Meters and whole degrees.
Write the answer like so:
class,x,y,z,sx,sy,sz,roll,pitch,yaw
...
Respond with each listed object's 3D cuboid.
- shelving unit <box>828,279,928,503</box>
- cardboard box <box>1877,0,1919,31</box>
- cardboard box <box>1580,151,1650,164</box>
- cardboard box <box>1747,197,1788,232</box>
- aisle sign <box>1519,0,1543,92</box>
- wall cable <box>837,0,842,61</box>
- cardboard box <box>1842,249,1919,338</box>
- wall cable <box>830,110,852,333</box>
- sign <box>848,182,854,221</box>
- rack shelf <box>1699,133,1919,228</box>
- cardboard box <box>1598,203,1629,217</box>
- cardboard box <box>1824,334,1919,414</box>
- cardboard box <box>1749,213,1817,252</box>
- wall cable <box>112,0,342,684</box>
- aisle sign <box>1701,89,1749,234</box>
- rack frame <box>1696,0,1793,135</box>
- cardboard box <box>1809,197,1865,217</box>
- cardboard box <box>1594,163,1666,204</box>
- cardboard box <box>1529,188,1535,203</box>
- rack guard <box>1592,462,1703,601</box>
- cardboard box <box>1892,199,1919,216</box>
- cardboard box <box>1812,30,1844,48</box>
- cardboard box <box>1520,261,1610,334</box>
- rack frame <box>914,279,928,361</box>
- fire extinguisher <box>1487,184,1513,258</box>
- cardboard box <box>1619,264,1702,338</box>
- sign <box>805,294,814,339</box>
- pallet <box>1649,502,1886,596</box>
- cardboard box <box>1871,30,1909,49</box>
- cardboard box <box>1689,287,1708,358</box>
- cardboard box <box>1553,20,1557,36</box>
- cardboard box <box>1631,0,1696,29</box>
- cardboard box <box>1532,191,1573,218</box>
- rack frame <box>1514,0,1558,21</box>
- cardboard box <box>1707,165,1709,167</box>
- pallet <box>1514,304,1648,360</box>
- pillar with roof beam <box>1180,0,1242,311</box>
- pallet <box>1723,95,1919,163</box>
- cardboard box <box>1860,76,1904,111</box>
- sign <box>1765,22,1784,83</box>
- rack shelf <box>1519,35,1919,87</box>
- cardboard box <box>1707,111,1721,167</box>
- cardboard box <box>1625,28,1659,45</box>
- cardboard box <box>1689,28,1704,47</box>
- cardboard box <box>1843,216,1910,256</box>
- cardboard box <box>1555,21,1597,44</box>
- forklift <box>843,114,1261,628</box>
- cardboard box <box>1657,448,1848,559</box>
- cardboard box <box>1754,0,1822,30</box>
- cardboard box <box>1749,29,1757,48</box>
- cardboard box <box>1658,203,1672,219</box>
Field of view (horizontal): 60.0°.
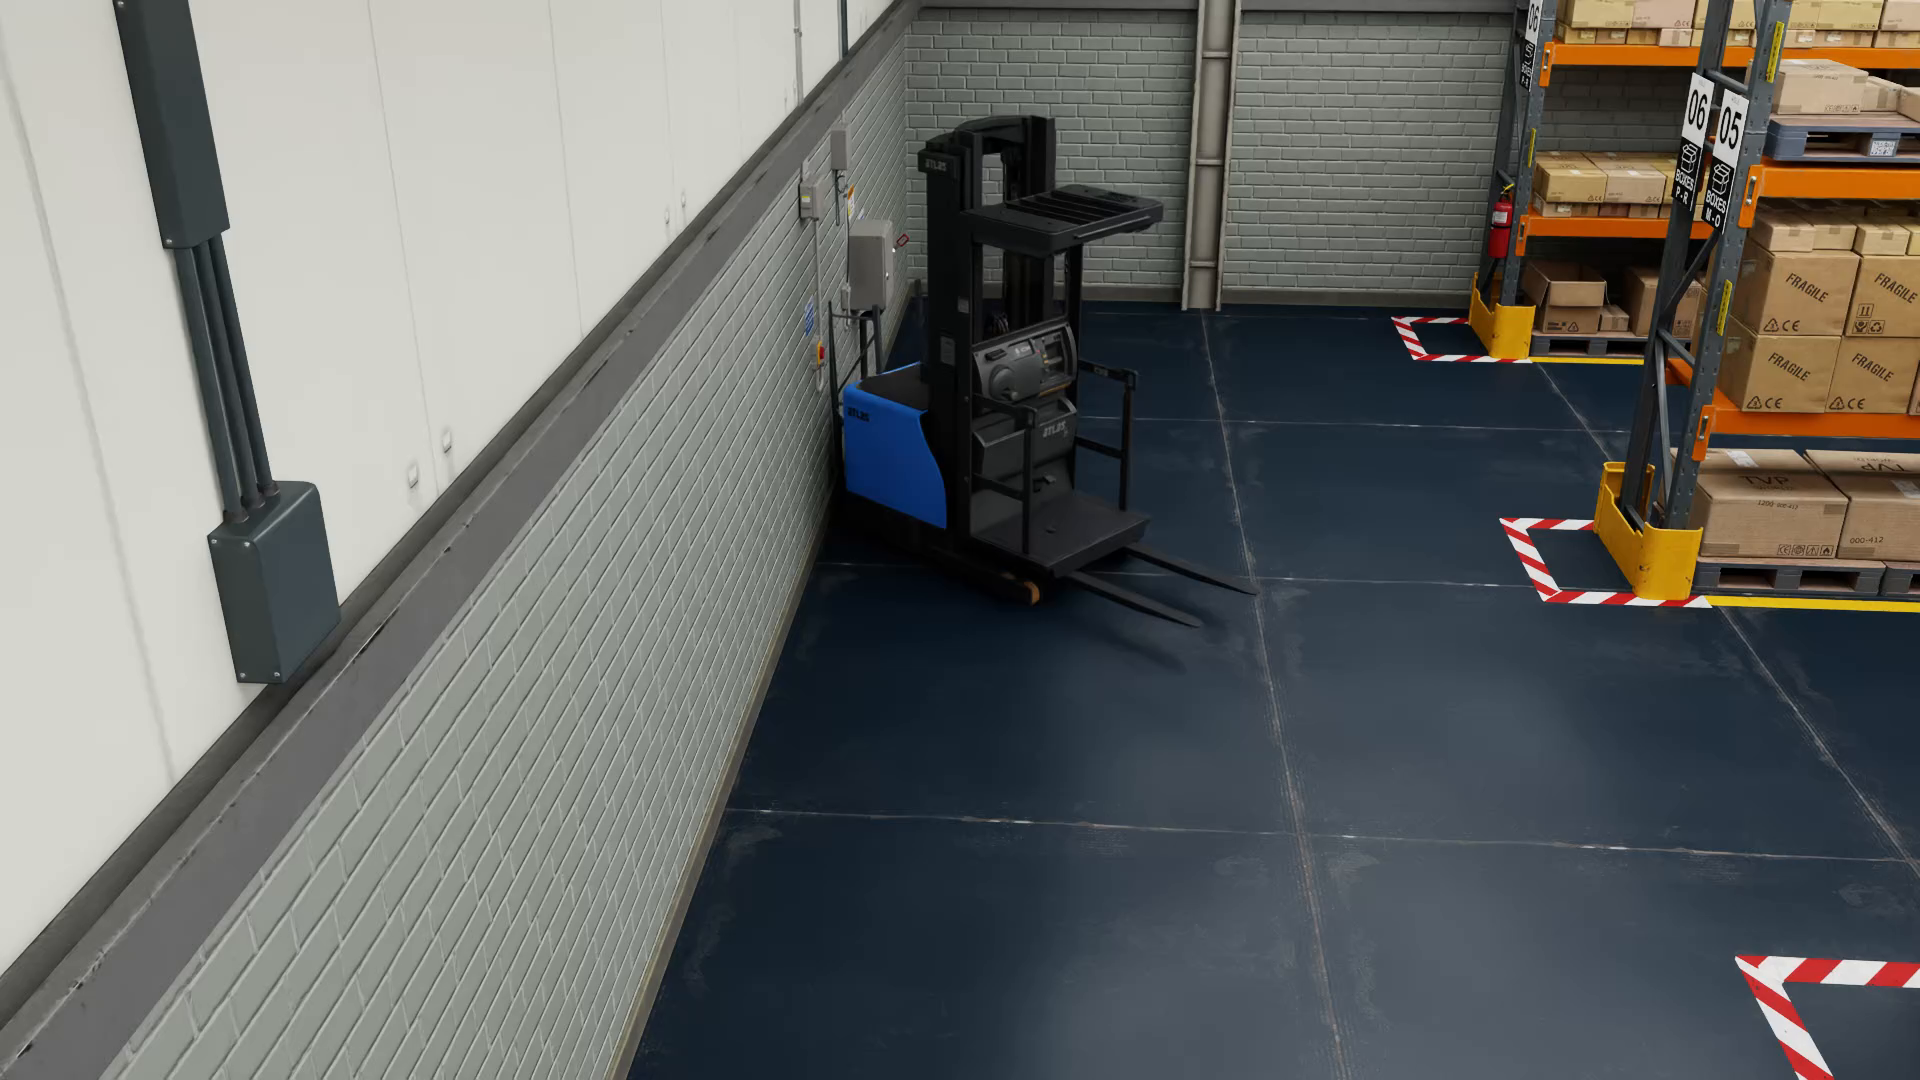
class,x,y,z,sx,sy,sz,roll,pitch,yaw
shelving unit,-0.417,-1.100,12.363,0.538,1.500,1.048,11,22,37
cardboard box,8.031,-4.506,14.189,0.500,0.250,0.500,1,25,2
cardboard box,6.055,-3.427,15.432,0.500,0.250,0.500,2,25,4
cardboard box,5.059,-2.078,10.586,0.250,0.149,0.380,2,25,5
aisle sign,4.972,-4.341,14.487,0.004,0.787,0.394,2,25,4
wall cable,-0.947,-4.315,10.362,0.029,3.000,2.355,2,25,4
cardboard box,5.659,-1.564,10.244,0.500,0.500,0.500,1,25,3
wall cable,-0.841,-2.435,12.239,0.122,1.984,0.588,2,25,4
sign,-0.842,-2.612,12.850,0.001,0.242,0.339,2,25,4
rack shelf,6.680,-2.184,10.179,4.000,0.370,1.077,2,25,4
cardboard box,5.891,-3.059,15.110,0.250,0.149,0.380,2,25,3
cardboard box,5.649,-1.118,10.471,0.500,0.500,0.500,1,25,3
cardboard box,5.019,-1.879,10.154,0.250,0.149,0.380,2,25,5
wall cable,-1.447,-2.886,3.407,0.120,5.999,2.277,2,25,4
aisle sign,4.592,-2.274,9.994,0.004,0.787,0.394,2,25,4
rack frame,4.686,-3.937,9.541,0.127,3.000,1.000,2,25,4
cardboard box,5.578,-2.107,10.648,0.250,0.149,0.380,2,25,3
cardboard box,5.997,-3.205,14.950,0.500,0.250,0.500,2,25,5
cardboard box,5.413,-3.268,15.564,0.250,0.149,0.380,2,25,3
rack guard,4.662,-0.077,11.319,0.348,0.500,1.175,2,25,4
cardboard box,6.081,-2.044,10.511,0.250,0.149,0.380,2,25,4
cardboard box,7.398,-4.347,14.321,0.250,0.149,0.380,2,25,5
cardboard box,5.665,-2.278,15.597,0.637,0.503,0.797,1,25,2
rack frame,-0.104,-1.236,12.740,0.500,1.500,0.032,11,22,37
fire extinguisher,4.880,-2.888,14.977,0.183,0.674,0.296,2,25,4
cardboard box,6.514,-2.233,15.503,0.500,0.500,0.700,3,25,6
sign,-1.003,-1.487,11.070,0.001,0.218,0.327,2,25,4
pallet,5.489,0.048,11.393,1.213,0.211,1.003,2,25,4
cardboard box,7.914,-4.321,14.264,0.250,0.149,0.380,2,25,4
cardboard box,5.187,-1.352,10.980,0.500,0.500,0.500,2,25,4
cardboard box,5.399,-4.615,14.904,0.250,0.149,0.380,2,25,5
cardboard box,5.992,-4.575,14.338,0.500,0.250,0.500,2,25,5
cardboard box,5.369,-3.042,15.072,0.250,0.149,0.380,2,25,4
rack frame,5.062,-6.006,14.037,0.127,3.000,1.000,2,25,4
cardboard box,7.014,-3.182,14.901,0.500,0.250,0.500,1,25,3
pallet,5.933,-1.986,15.814,1.213,0.211,1.003,2,25,4
pillar with roof beam,2.113,-4.674,11.142,0.400,9.000,9.100,2,25,4
pallet,5.427,-2.515,10.144,1.213,0.211,1.003,2,25,4
cardboard box,5.566,-2.740,10.205,0.250,0.149,0.380,0,25,0
sign,4.638,-2.776,9.466,0.005,0.325,0.100,2,25,4
rack shelf,7.057,-4.252,14.675,4.000,0.370,1.077,2,25,4
cardboard box,6.990,-3.514,14.724,0.500,0.500,0.500,2,25,5
cardboard box,5.880,-4.409,14.456,0.250,0.149,0.380,2,25,4
cardboard box,6.383,-4.353,14.334,0.250,0.149,0.380,2,25,4
cardboard box,5.536,-1.844,10.078,0.250,0.149,0.380,3,25,6
cardboard box,5.362,-4.422,14.484,0.250,0.149,0.380,2,25,5
forklift,0.582,-1.141,10.722,3.031,2.935,1.130,22,33,39
cardboard box,5.352,-0.259,11.287,0.875,0.438,0.875,1,25,2
cardboard box,7.019,-4.546,14.276,0.500,0.250,0.500,1,25,3
cardboard box,6.884,-4.333,14.289,0.250,0.149,0.380,2,25,4
cardboard box,6.404,-3.019,15.023,0.250,0.149,0.380,2,25,5
